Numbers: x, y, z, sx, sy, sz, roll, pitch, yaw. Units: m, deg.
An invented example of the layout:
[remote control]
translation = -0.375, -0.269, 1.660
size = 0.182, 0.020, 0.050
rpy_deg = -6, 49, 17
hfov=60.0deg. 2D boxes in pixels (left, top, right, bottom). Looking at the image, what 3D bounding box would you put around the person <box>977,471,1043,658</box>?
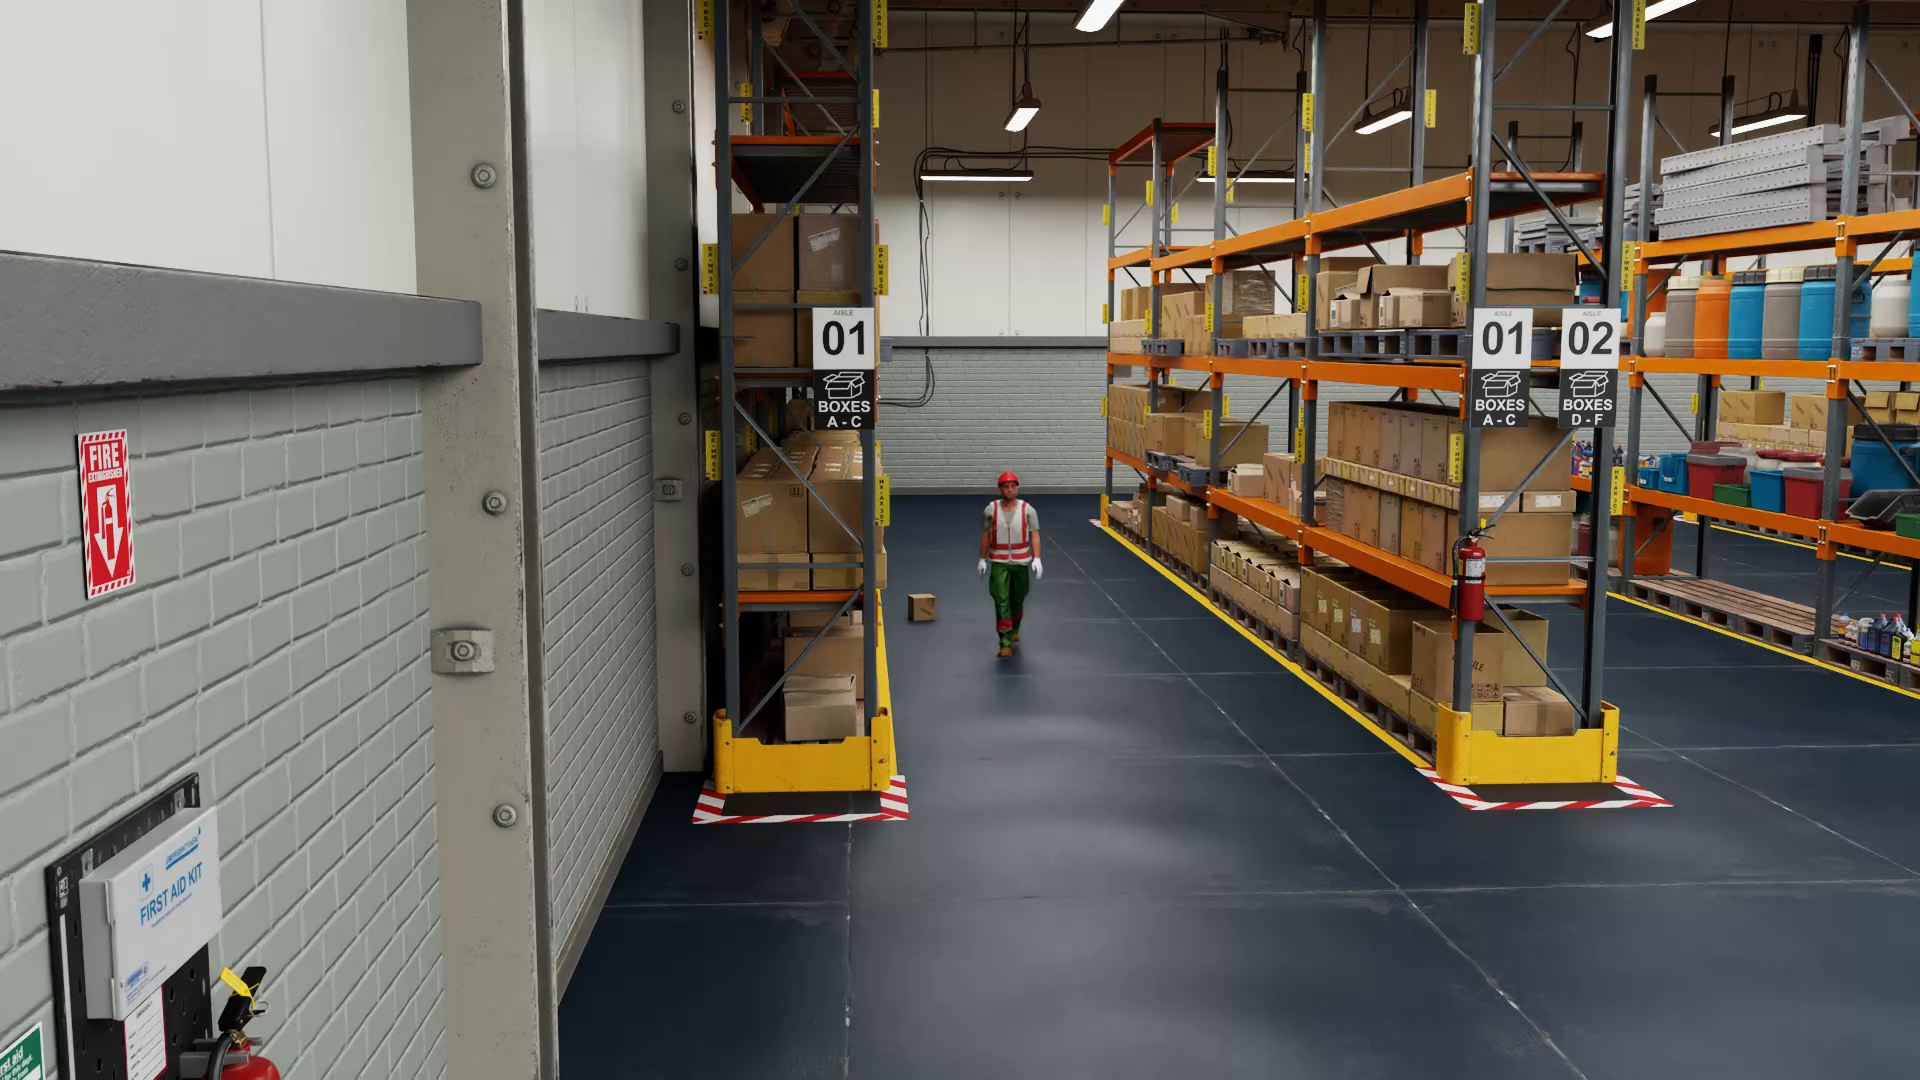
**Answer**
[person]
translation = 0.477, 0.217, 15.859
size = 0.603, 1.742, 1.068
rpy_deg = 0, 7, -2
